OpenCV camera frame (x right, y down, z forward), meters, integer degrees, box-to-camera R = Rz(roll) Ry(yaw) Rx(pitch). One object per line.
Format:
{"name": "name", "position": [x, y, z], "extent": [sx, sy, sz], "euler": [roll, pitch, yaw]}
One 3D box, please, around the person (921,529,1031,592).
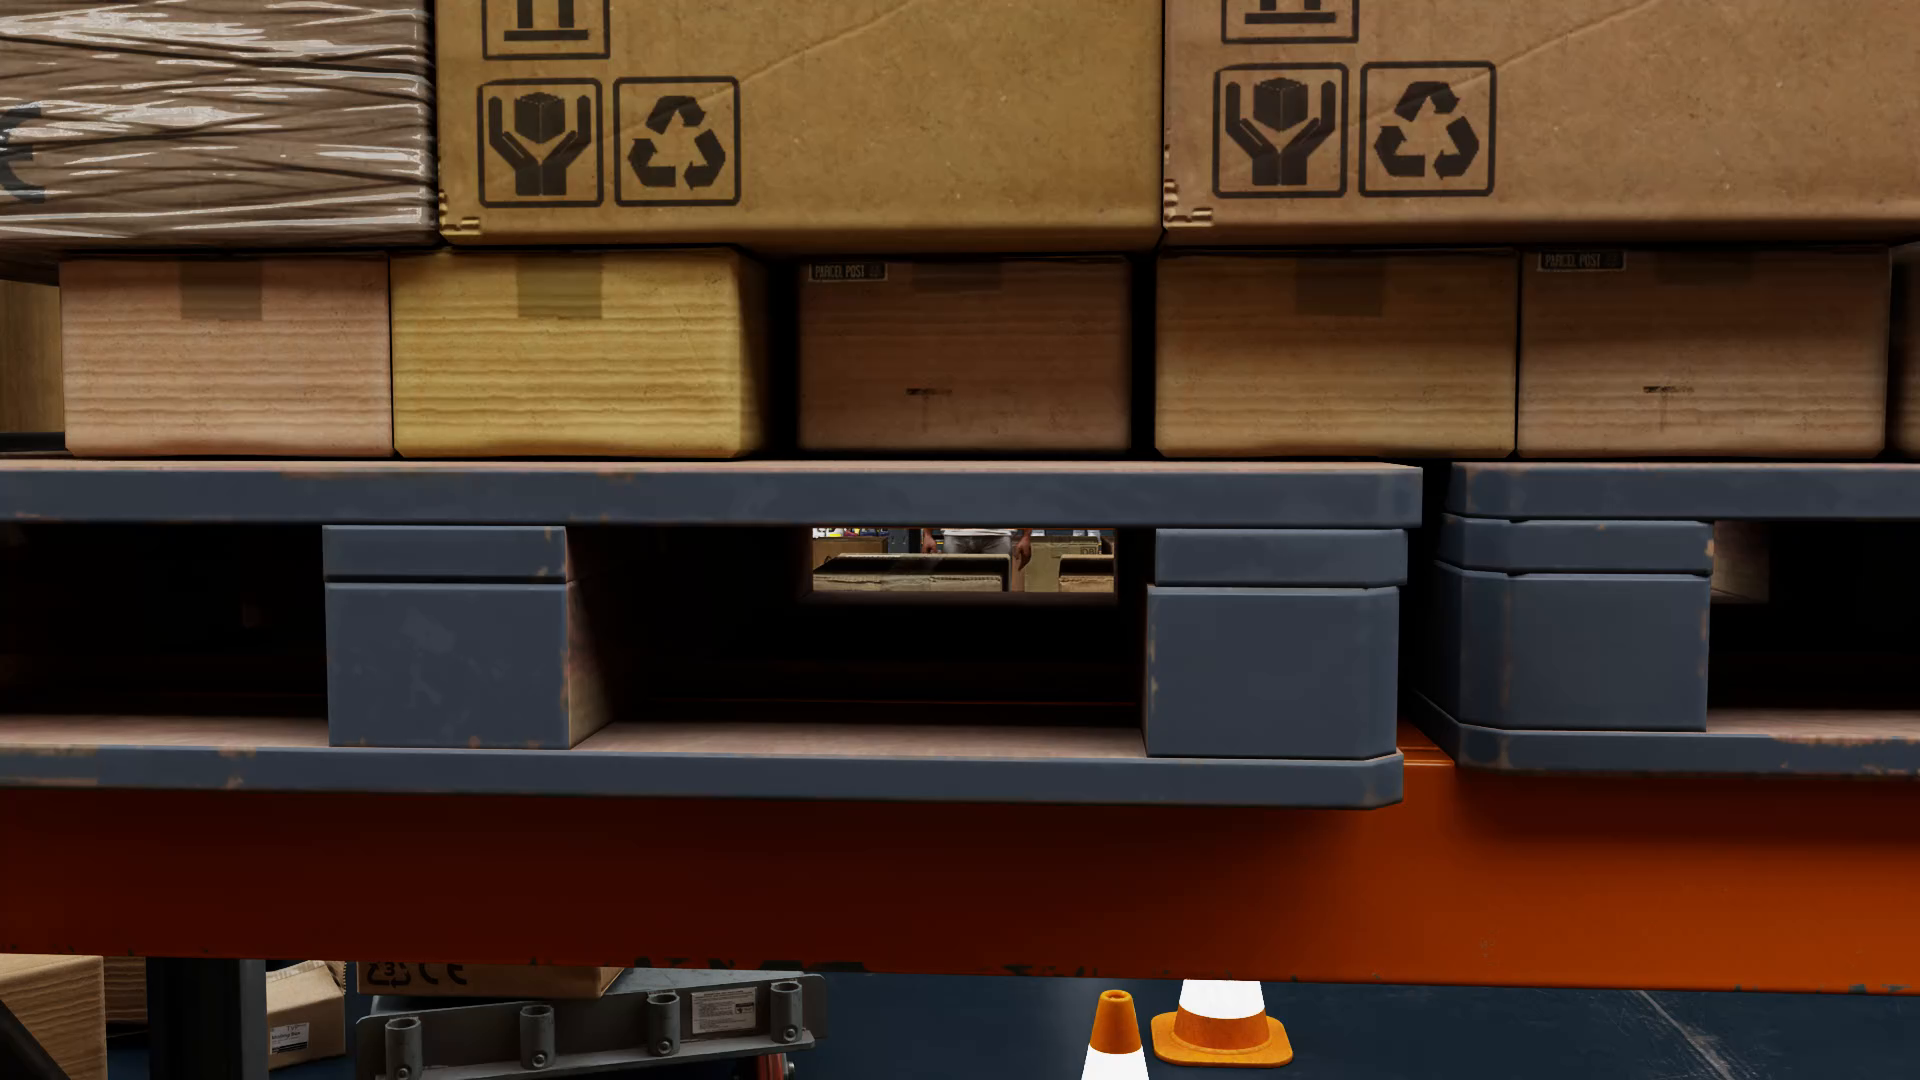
{"name": "person", "position": [0.096, -0.006, 9.327], "extent": [0.625, 1.760, 0.460], "euler": [0, 4, 3]}
